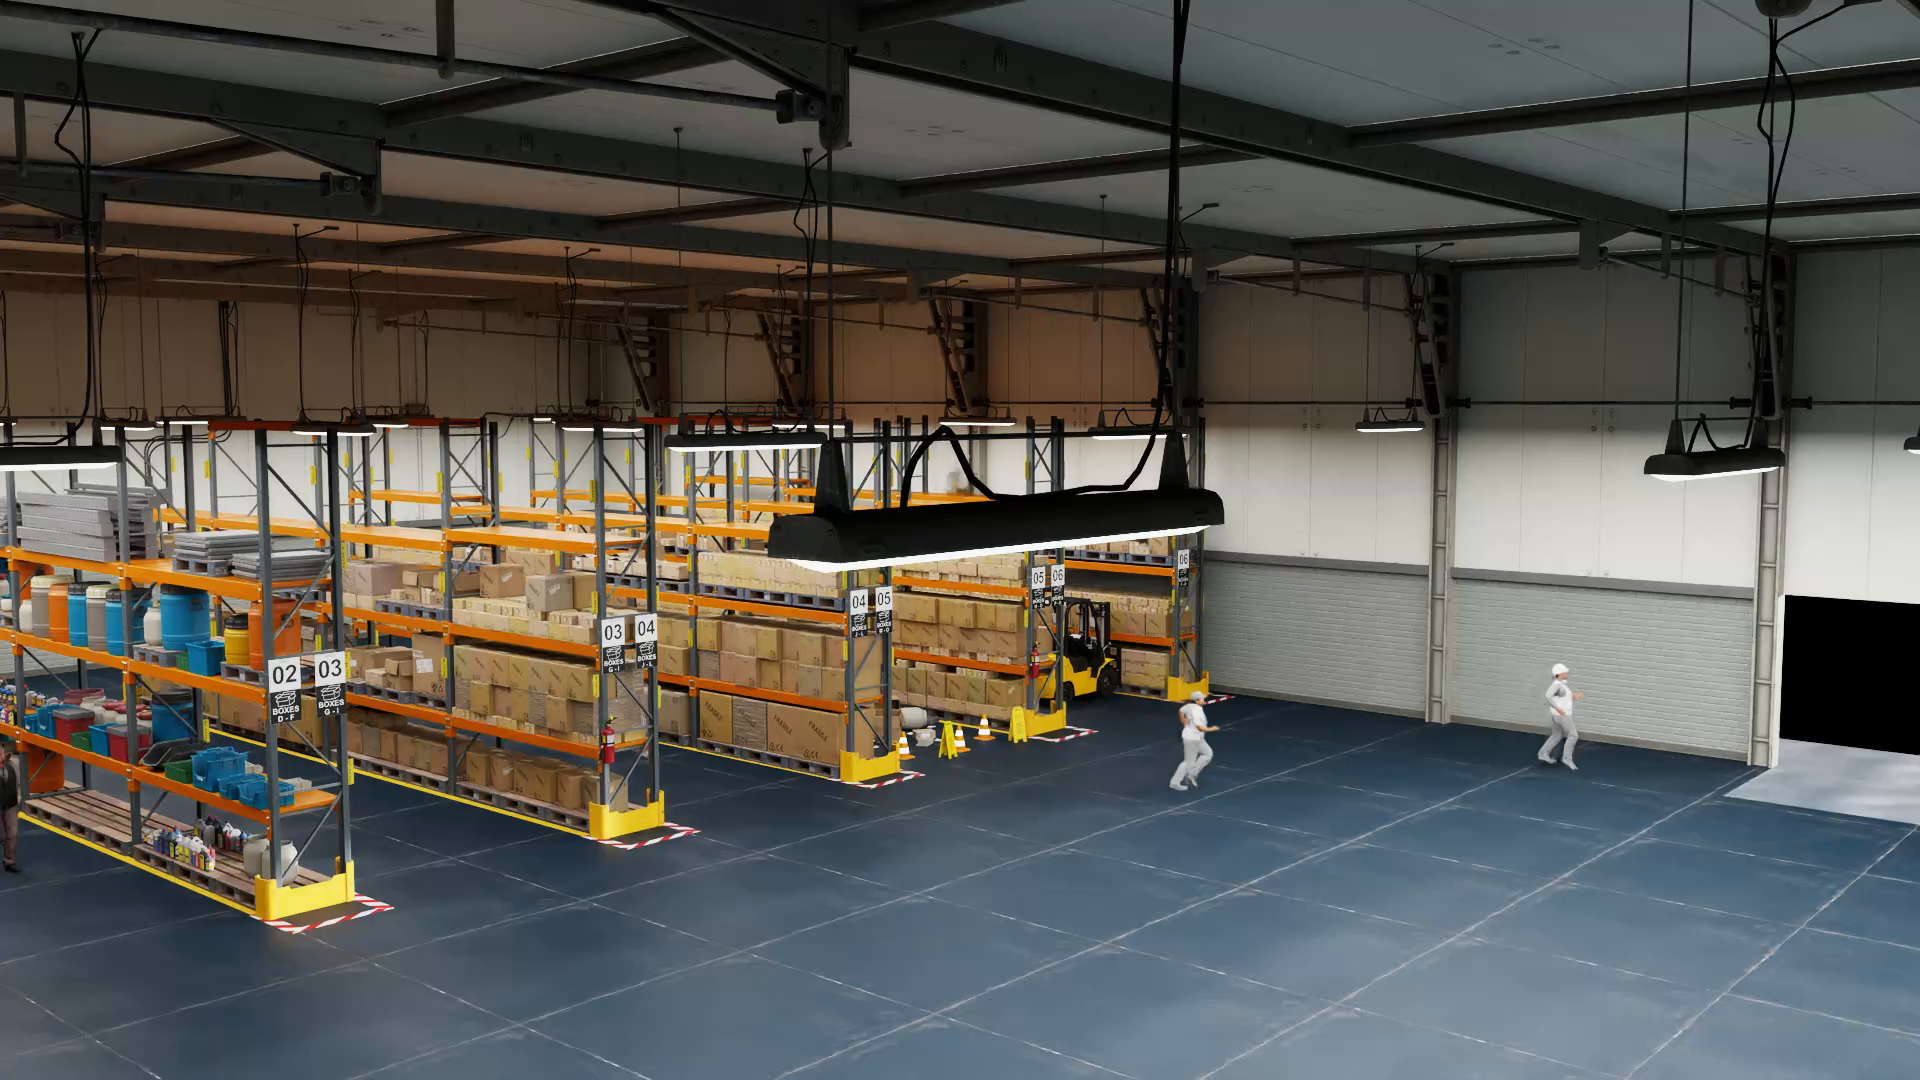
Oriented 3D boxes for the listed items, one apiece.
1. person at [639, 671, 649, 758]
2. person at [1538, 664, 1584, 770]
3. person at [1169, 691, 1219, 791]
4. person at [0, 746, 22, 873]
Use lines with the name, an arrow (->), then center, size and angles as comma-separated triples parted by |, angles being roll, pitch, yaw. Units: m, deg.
person -> -5.671, 3.098, 29.678 | 0.549, 1.557, 0.538 | 3, 6, 33
person -> 10.408, 3.057, 28.789 | 0.731, 1.831, 0.639 | 1, 5, 17
person -> 3.815, 3.247, 27.088 | 0.809, 1.618, 0.617 | 0, 5, 3
person -> -12.945, 3.613, 22.409 | 0.820, 1.693, 0.670 | 3, 5, 30
